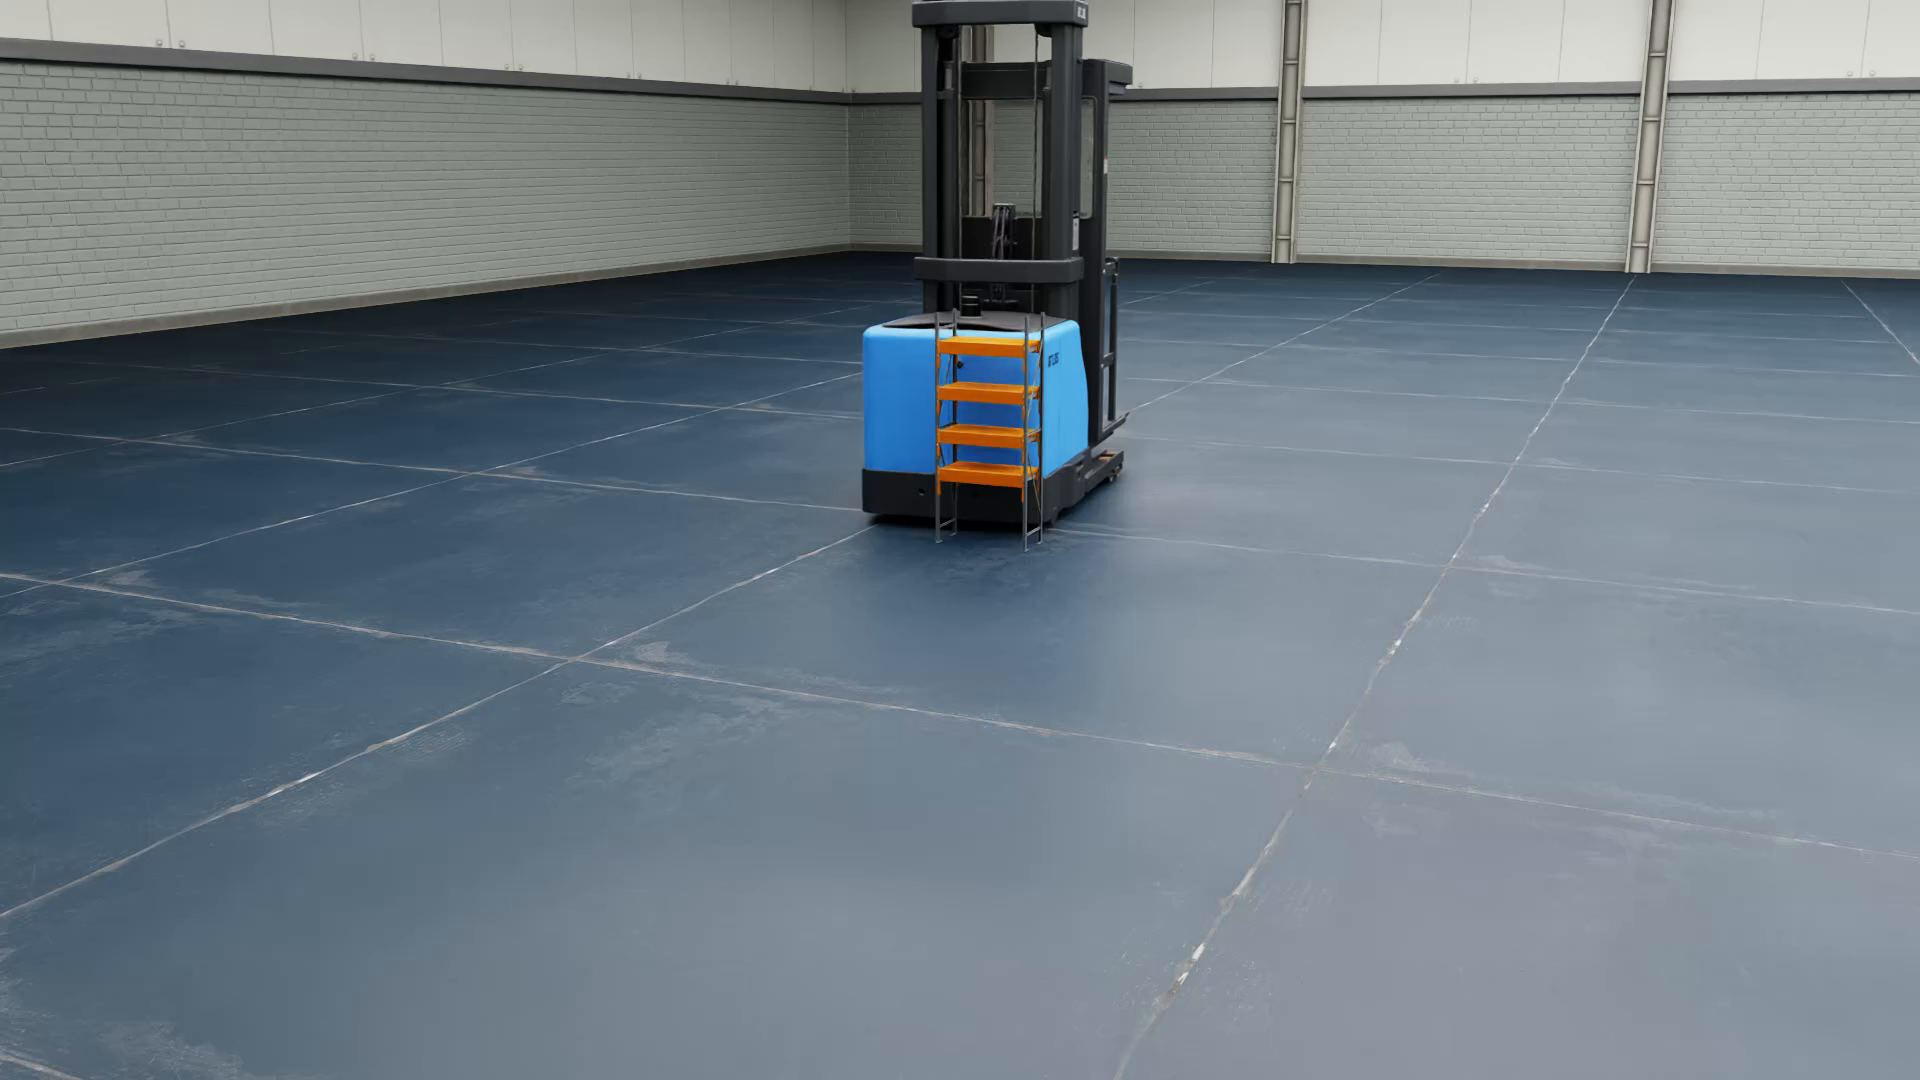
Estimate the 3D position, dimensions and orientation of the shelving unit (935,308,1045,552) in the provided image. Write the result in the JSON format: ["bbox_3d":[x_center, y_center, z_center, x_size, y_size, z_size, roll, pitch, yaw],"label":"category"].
[{"bbox_3d":[0.151,-0.569,8.552,0.503,1.200,0.258,6,14,23],"label":"shelving unit"}]

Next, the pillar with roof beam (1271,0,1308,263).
[{"bbox_3d":[4.156,-8.537,25.438,0.400,9.000,9.100,6,14,23],"label":"pillar with roof beam"}]

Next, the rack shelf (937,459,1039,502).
[{"bbox_3d":[0.151,-0.310,8.613,0.480,0.148,0.258,6,14,23],"label":"rack shelf"}]

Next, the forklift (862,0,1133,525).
[{"bbox_3d":[0.395,-1.801,10.012,1.130,2.935,3.031,4,14,17],"label":"forklift"}]

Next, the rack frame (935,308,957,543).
[{"bbox_3d":[-0.072,-0.591,8.649,0.015,1.200,0.240,6,14,23],"label":"rack frame"}]

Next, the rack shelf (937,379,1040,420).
[{"bbox_3d":[0.151,-0.721,8.517,0.480,0.148,0.258,6,14,23],"label":"rack shelf"}]

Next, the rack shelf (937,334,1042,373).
[{"bbox_3d":[0.151,-0.951,8.463,0.480,0.148,0.258,6,14,23],"label":"rack shelf"}]

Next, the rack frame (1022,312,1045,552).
[{"bbox_3d":[0.374,-0.546,8.456,0.015,1.200,0.240,6,14,23],"label":"rack frame"}]

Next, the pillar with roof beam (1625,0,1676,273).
[{"bbox_3d":[9.642,-7.982,23.072,0.400,9.000,9.100,6,14,23],"label":"pillar with roof beam"}]

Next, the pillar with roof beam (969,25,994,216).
[{"bbox_3d":[-1.330,-9.092,27.804,0.400,9.000,9.100,6,14,23],"label":"pillar with roof beam"}]

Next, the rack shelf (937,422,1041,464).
[{"bbox_3d":[0.151,-0.503,8.568,0.480,0.148,0.258,6,14,23],"label":"rack shelf"}]
